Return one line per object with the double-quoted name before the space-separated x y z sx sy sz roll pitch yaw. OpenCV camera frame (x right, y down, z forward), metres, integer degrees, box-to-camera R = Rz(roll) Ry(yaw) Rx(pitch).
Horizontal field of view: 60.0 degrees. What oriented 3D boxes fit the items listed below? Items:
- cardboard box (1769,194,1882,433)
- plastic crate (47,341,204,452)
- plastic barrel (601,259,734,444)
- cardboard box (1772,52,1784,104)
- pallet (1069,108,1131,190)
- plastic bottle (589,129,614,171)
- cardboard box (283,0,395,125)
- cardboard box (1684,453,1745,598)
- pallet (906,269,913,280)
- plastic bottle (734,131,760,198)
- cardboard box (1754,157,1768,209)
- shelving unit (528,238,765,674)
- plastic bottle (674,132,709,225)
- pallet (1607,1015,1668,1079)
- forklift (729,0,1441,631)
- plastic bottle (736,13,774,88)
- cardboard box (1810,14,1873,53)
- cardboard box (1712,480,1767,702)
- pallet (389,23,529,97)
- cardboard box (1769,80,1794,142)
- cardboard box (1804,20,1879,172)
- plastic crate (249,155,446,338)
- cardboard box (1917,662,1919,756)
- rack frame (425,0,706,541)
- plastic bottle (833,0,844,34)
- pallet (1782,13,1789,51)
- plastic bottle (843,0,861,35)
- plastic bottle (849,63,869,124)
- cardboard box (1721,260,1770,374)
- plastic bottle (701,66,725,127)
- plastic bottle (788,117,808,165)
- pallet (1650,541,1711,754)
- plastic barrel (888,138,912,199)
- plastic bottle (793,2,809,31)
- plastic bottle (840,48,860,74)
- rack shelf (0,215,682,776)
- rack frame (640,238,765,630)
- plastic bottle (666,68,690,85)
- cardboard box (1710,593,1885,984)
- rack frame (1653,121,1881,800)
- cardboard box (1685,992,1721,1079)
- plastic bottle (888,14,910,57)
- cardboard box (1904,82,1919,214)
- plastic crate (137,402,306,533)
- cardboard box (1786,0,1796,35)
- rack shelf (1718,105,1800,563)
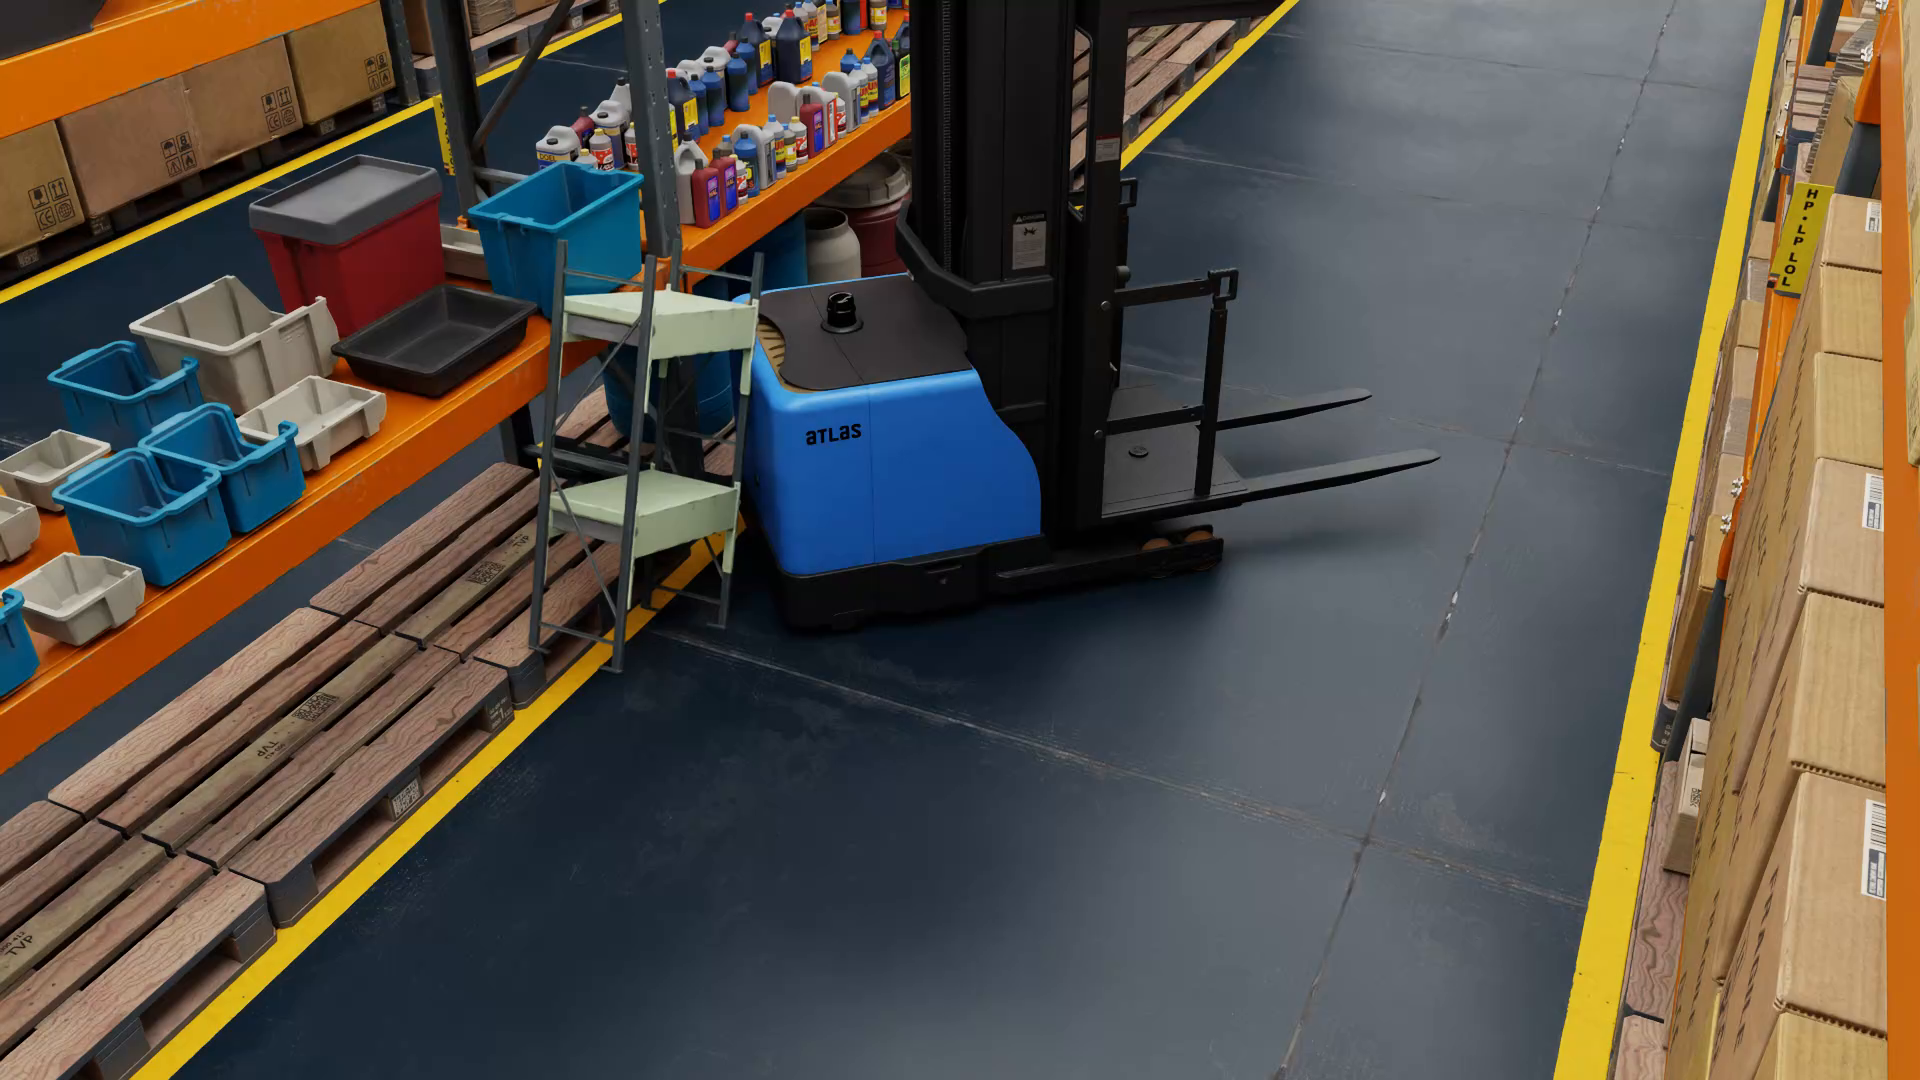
"cardboard box" 2.467 -0.546 4.344 0.500 0.500 0.500 15 36 22
"plastic crate" -2.625 -0.439 5.282 0.416 0.233 0.300 14 36 20
"plastic barrel" -1.335 -0.960 7.509 0.600 0.901 0.708 14 36 20
"cardboard box" 5.873 -3.122 11.401 0.500 0.250 0.500 13 36 19
"pallet" 0.455 -2.598 11.019 1.003 0.211 1.213 14 36 20
"plastic bottle" -1.572 -1.698 7.286 0.097 0.201 0.097 0 33 0
"cardboard box" -4.711 -3.471 11.363 1.225 0.875 0.875 13 35 18
"cardboard box" 3.080 0.049 6.318 0.500 0.500 0.500 14 36 21
"pallet" -0.708 -1.213 8.907 1.003 0.211 1.213 14 36 20
"plastic bottle" -0.909 -1.602 7.075 0.097 0.271 0.097 0 33 0
"cardboard box" 5.017 -2.100 9.841 0.500 0.250 0.500 15 36 22
"shelving unit" -1.167 -0.344 6.226 0.431 1.500 0.755 13 15 21
"plastic bottle" -1.119 -1.495 6.839 0.144 0.351 0.185 14 36 20
"pallet" 2.122 1.861 4.219 1.003 0.211 1.213 14 36 20
"forklift" 0.600 -1.331 6.606 3.031 2.935 1.130 -10 35 -15
"plastic bottle" -1.030 -2.455 8.304 0.144 0.351 0.185 14 36 20
"cardboard box" 4.718 -2.655 8.792 0.380 0.149 0.250 14 36 20
"cardboard box" 2.247 0.149 4.196 0.500 0.500 0.500 15 36 21
"pallet" -4.075 -3.746 12.770 1.003 0.211 1.213 14 36 20
"cardboard box" 5.225 -2.586 10.072 0.500 0.311 0.500 15 36 22
"cardboard box" 3.876 -1.715 6.655 0.700 0.500 0.500 21 39 29
"plastic crate" -2.179 -1.059 6.017 0.402 0.464 0.583 14 36 20
"cardboard box" 1.221 0.228 1.568 0.500 0.250 0.500 14 36 20
"rack frame" -1.578 -1.395 6.641 1.000 3.000 0.127 14 36 20
"plastic bottle" -0.670 -2.910 9.059 0.061 0.283 0.133 14 36 20
"pallet" 7.146 -4.071 13.266 1.003 0.211 1.213 14 36 20
"plastic bottle" -0.591 -2.896 9.048 0.097 0.271 0.097 0 33 0
"plastic bottle" -0.481 -2.112 7.853 0.097 0.271 0.097 0 33 0
"cardboard box" 3.929 -0.964 7.863 0.500 0.500 0.500 13 35 19
"plastic bottle" -1.166 -2.092 7.822 0.097 0.271 0.097 0 33 0
"plastic bottle" -0.730 -1.785 7.418 0.097 0.201 0.097 0 33 0
"pallet" 3.225 0.496 6.301 1.003 0.211 1.213 14 36 20
"plastic barrel" -0.249 -1.973 9.409 0.421 0.512 0.421 0 33 0
"plastic bottle" -0.839 -2.680 8.719 0.097 0.271 0.097 0 33 0
"plastic bottle" -0.530 -2.242 8.051 0.097 0.271 0.097 0 33 0
"rack shelf" -2.415 -0.098 5.319 1.077 0.370 4.000 14 36 20
"rack frame" -1.023 -0.406 6.557 0.400 1.500 0.023 13 15 21
"plastic bottle" -1.343 -2.046 7.748 0.152 0.276 0.135 14 36 20
"cardboard box" 1.606 0.480 2.779 0.500 0.500 0.500 15 36 22
"rack frame" 2.919 -0.256 4.905 1.000 3.000 0.127 14 36 20
"cardboard box" 1.400 1.149 2.670 0.500 0.500 0.500 14 36 21
"plastic bottle" -0.269 -2.428 8.262 0.144 0.351 0.185 14 36 20
"cardboard box" 2.068 -0.766 3.084 0.500 0.250 0.500 14 36 20
"plastic crate" -2.173 -0.210 4.933 0.416 0.233 0.300 14 36 20
"cardboard box" 6.676 -4.047 12.811 0.500 0.250 0.500 14 36 20
"rack shelf" 3.756 -0.952 6.622 1.077 0.370 4.000 14 36 20
